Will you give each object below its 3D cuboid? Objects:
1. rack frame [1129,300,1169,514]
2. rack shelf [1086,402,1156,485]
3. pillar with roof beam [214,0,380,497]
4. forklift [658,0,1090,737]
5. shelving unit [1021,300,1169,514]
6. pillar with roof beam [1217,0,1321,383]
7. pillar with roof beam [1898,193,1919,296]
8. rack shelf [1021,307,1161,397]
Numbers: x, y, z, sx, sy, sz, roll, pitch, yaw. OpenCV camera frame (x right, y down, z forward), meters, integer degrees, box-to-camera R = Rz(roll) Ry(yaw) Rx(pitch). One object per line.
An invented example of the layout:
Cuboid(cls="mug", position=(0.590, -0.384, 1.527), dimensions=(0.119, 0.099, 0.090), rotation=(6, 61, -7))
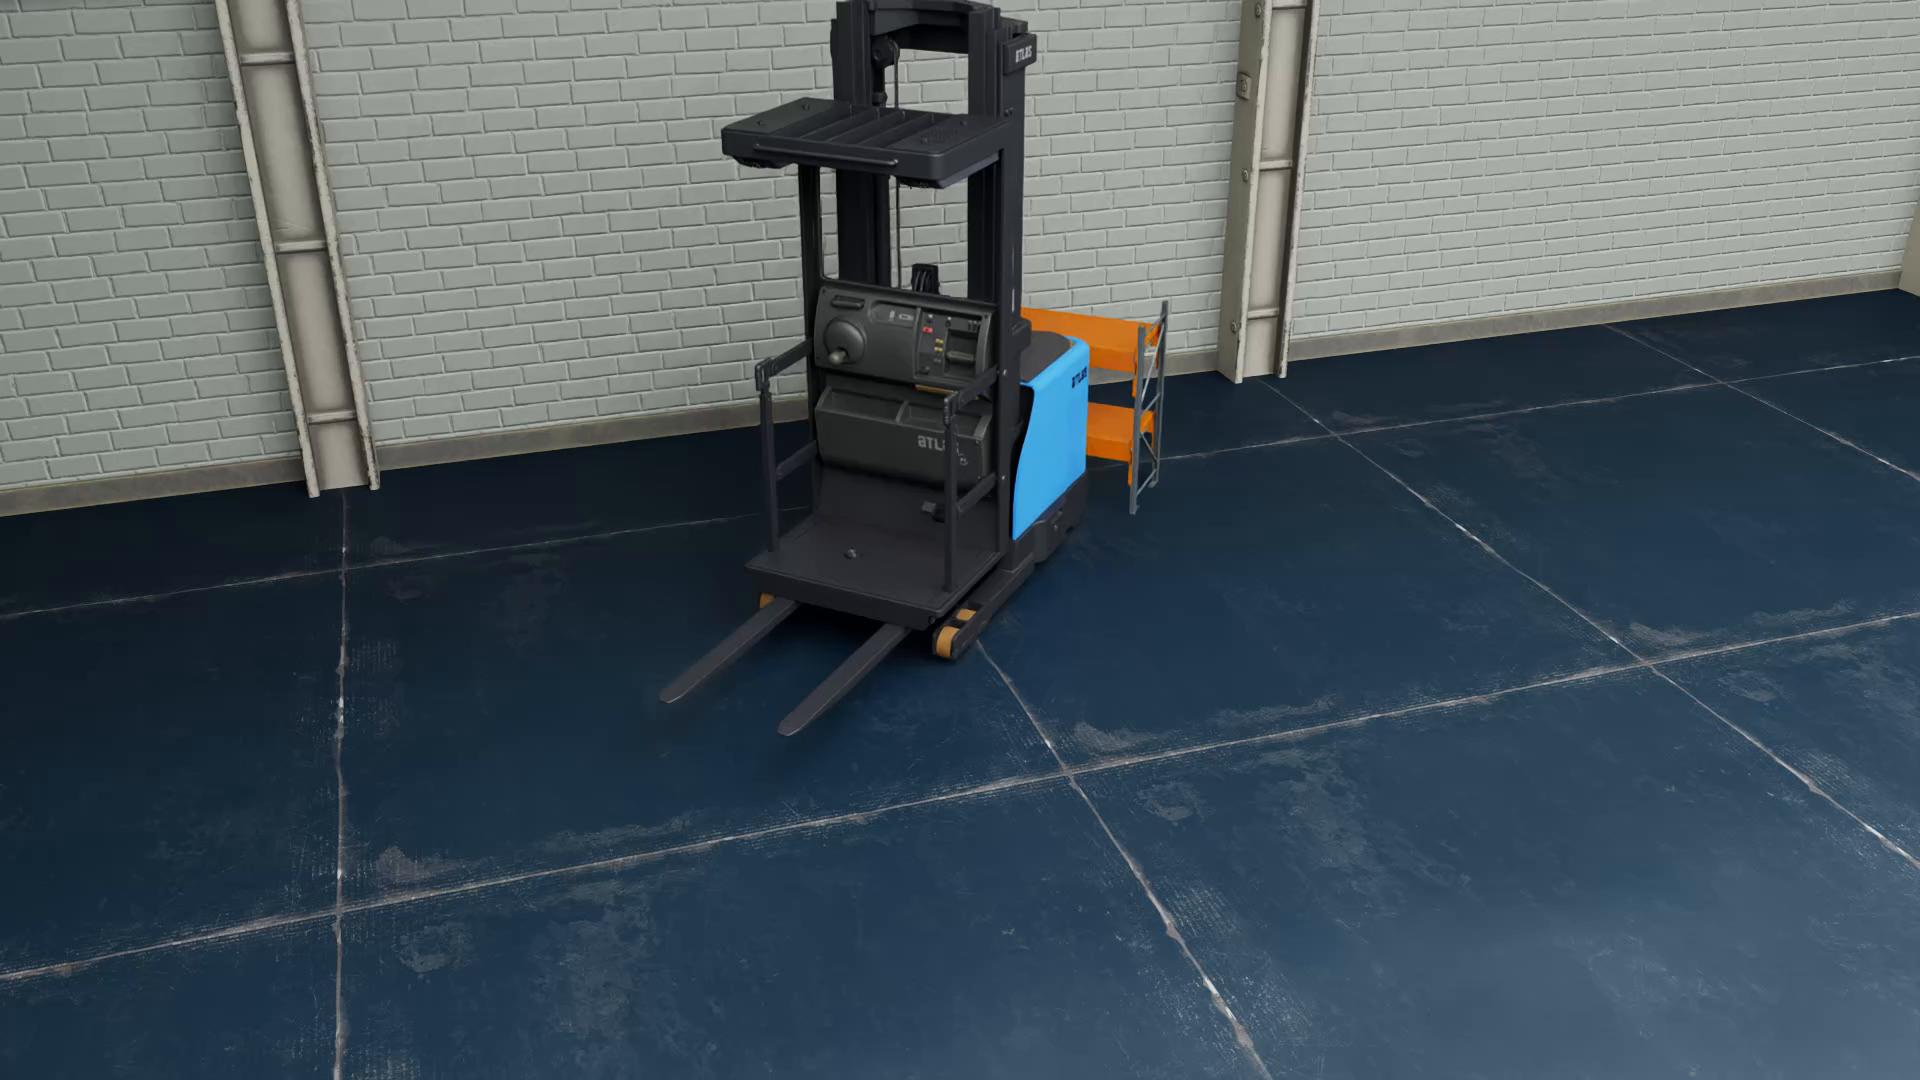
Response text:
Cuboid(cls="rack frame", position=(1.080, -0.759, 9.512), dimensions=(0.032, 1.125, 0.500), rotation=(10, 28, 20))
Cuboid(cls="rack shelf", position=(0.610, -0.626, 9.794), dimensions=(1.000, 0.278, 0.538), rotation=(10, 28, 20))
Cuboid(cls="pillar with roof beam", position=(-2.343, -2.552, 4.270), dimensions=(0.400, 9.000, 9.100), rotation=(-8, 28, -16))
Cuboid(cls="forklift", position=(-0.374, -0.950, 7.868), dimensions=(1.130, 2.935, 3.031), rotation=(12, 29, 23))
Cuboid(cls="shelving unit", position=(0.610, -0.845, 9.686), dimensions=(1.048, 1.125, 0.538), rotation=(10, 28, 20))
Cuboid(cls="pillar with roof beam", position=(3.362, -3.378, 5.935), dimensions=(0.400, 9.000, 9.100), rotation=(-8, 28, -16))
Cuboid(cls="pillar with roof beam", position=(9.067, -4.204, 7.599), dimensions=(0.400, 9.000, 9.100), rotation=(-8, 28, -16))
Cuboid(cls="rack shelf", position=(0.610, -1.107, 9.556), dimensions=(1.000, 0.278, 0.538), rotation=(10, 28, 20))
